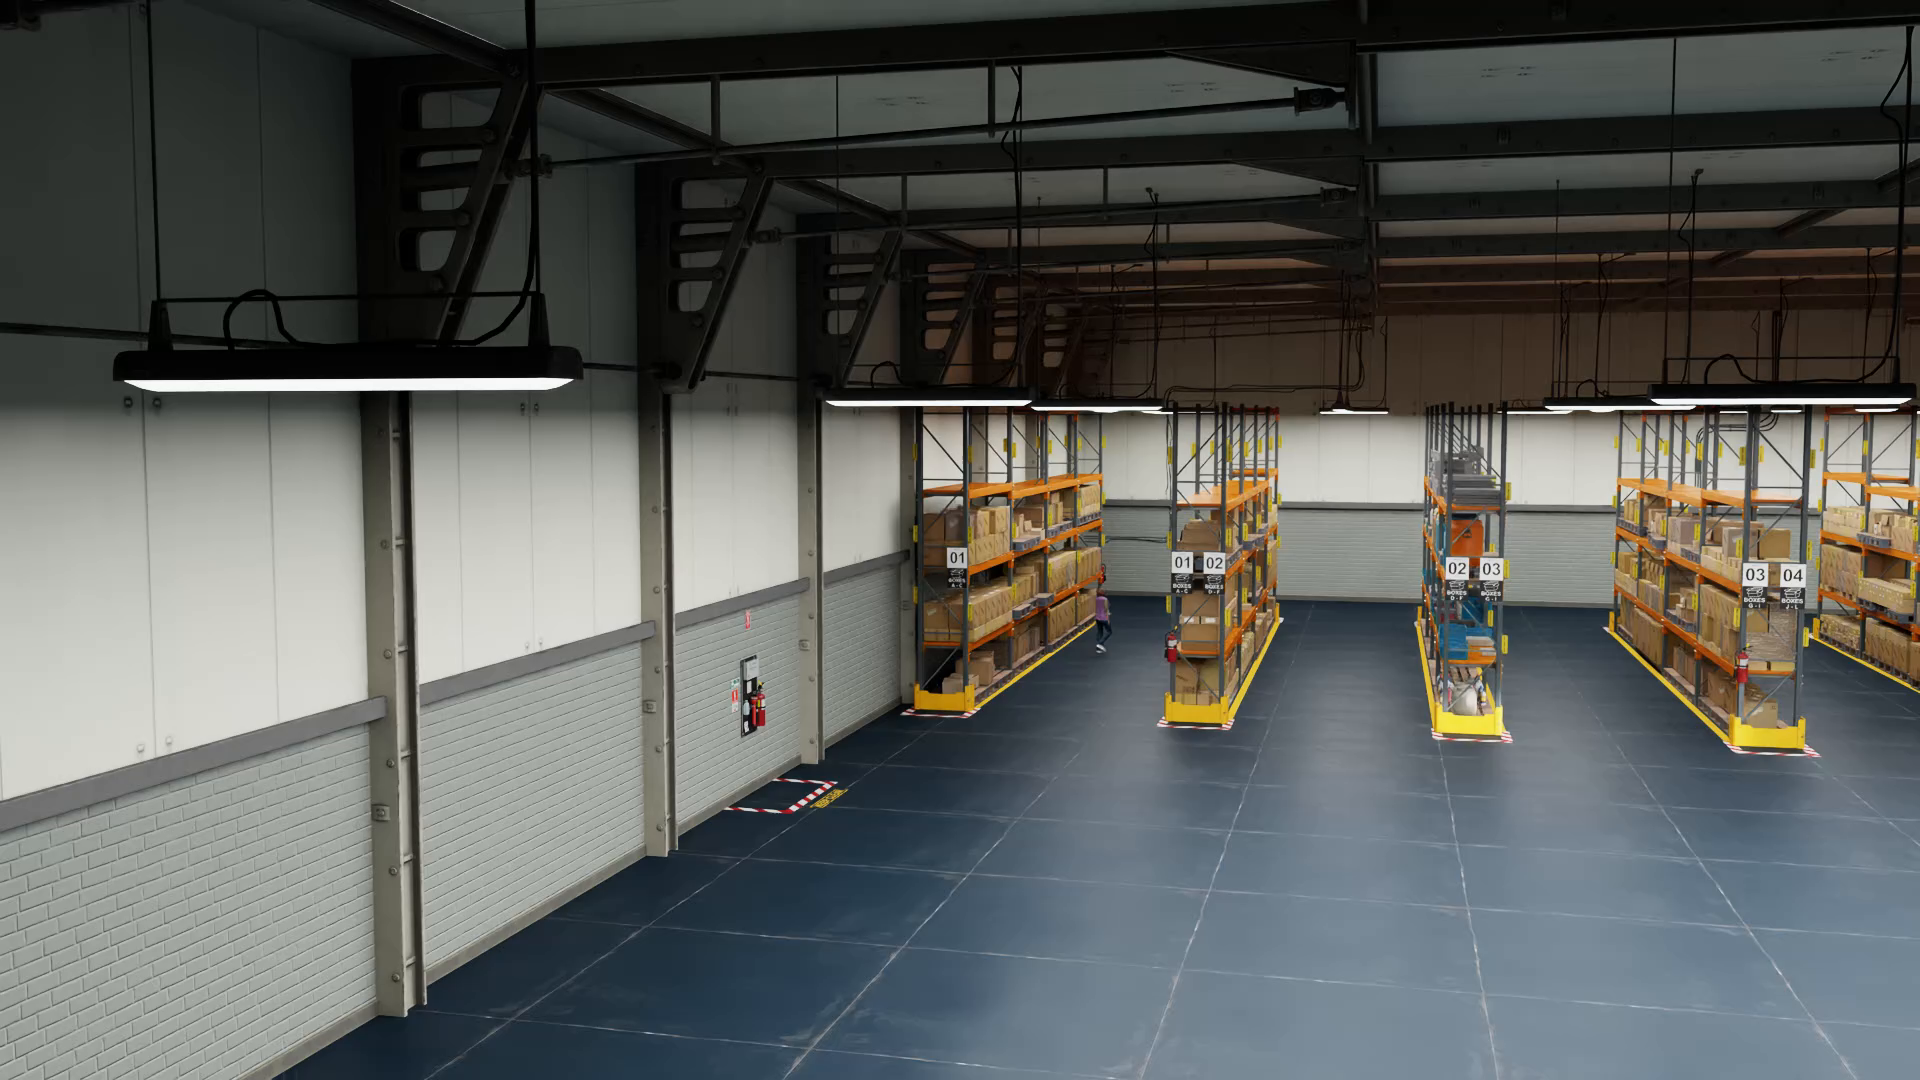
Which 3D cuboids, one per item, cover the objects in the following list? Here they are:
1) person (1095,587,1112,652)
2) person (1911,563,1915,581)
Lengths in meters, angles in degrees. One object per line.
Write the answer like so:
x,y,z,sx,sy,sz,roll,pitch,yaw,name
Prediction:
3.423,1.942,40.293,0.425,1.598,0.437,-3,5,-36,person
25.913,1.495,45.357,1.033,1.737,0.565,-1,4,-15,person
